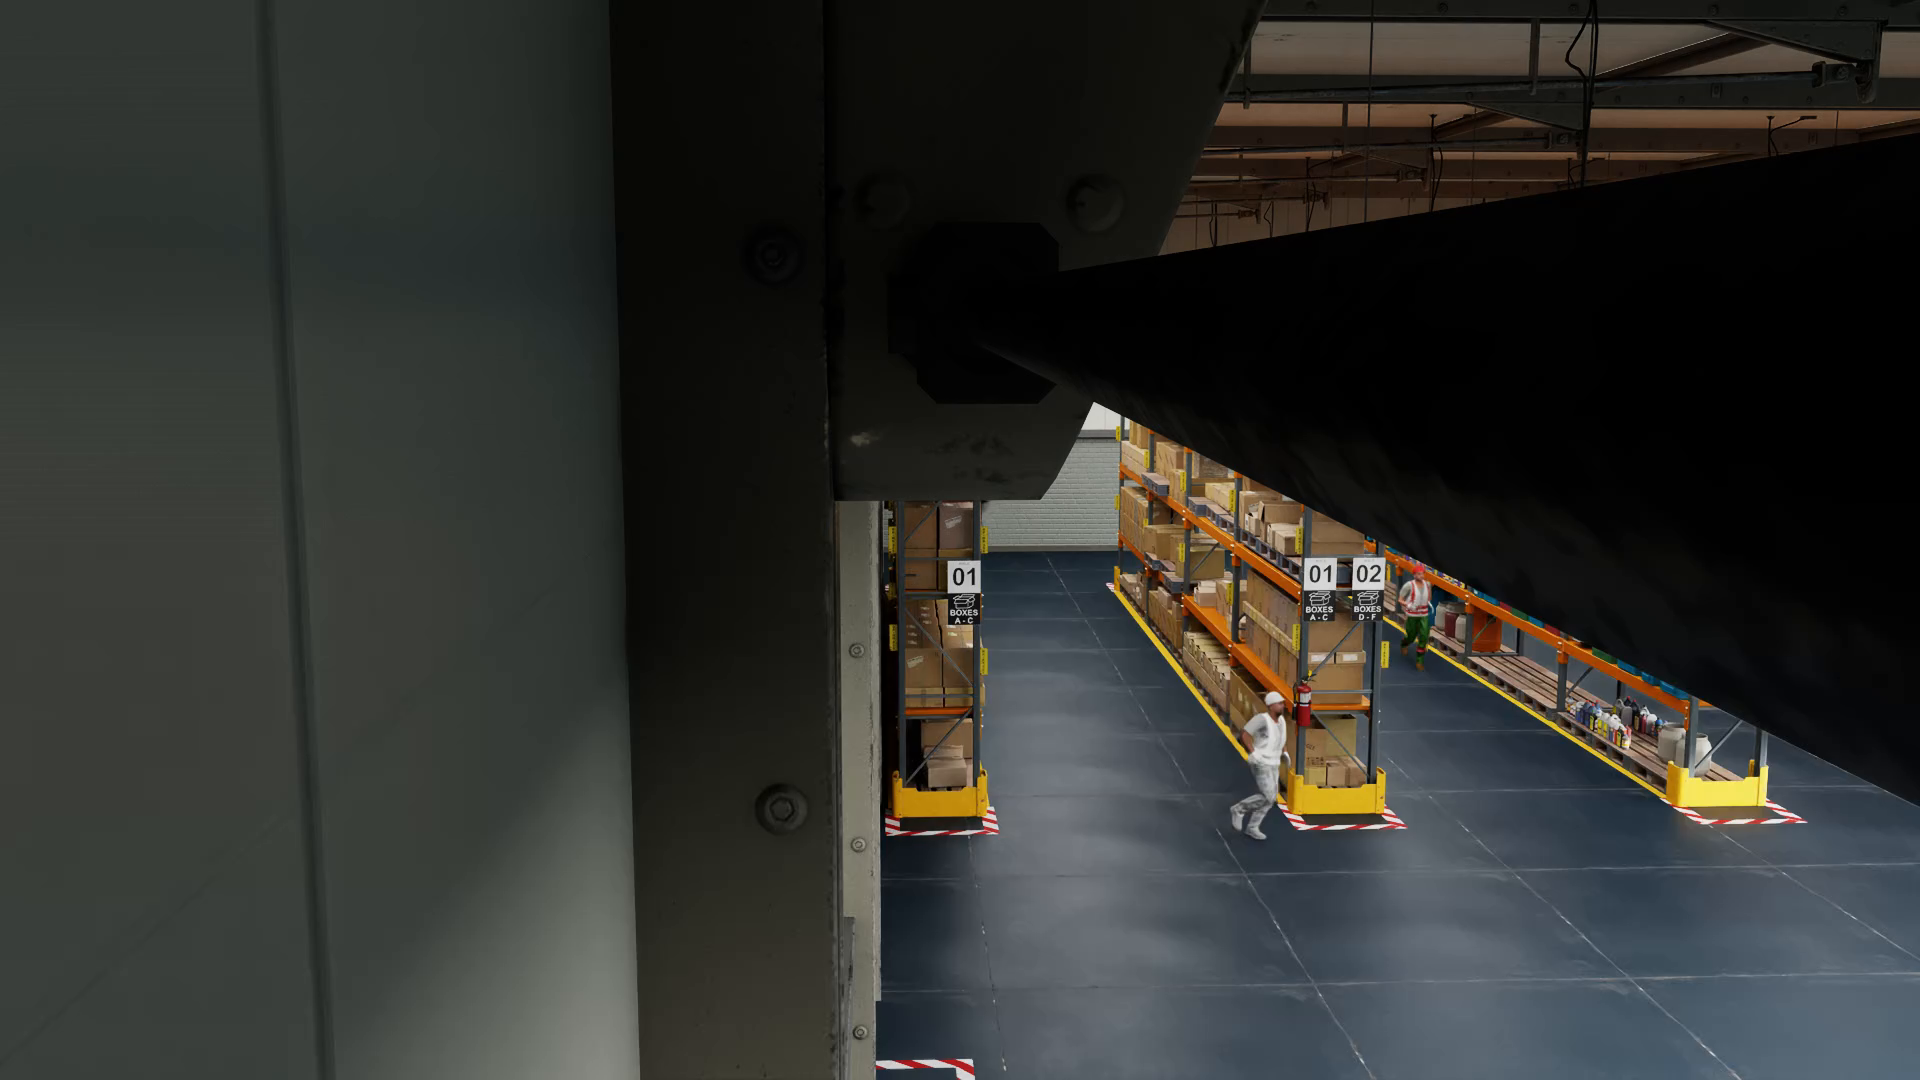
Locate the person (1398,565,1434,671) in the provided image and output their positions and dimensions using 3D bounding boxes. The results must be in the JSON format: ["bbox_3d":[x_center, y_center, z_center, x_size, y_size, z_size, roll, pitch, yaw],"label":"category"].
[{"bbox_3d":[7.915,1.325,28.862,0.662,1.804,0.907,-1,8,-7],"label":"person"}]

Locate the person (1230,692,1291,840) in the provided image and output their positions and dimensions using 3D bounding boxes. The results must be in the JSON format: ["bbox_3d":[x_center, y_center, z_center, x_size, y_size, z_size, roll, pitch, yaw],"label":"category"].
[{"bbox_3d":[3.625,2.653,19.800,0.571,1.730,0.744,7,11,40],"label":"person"}]
